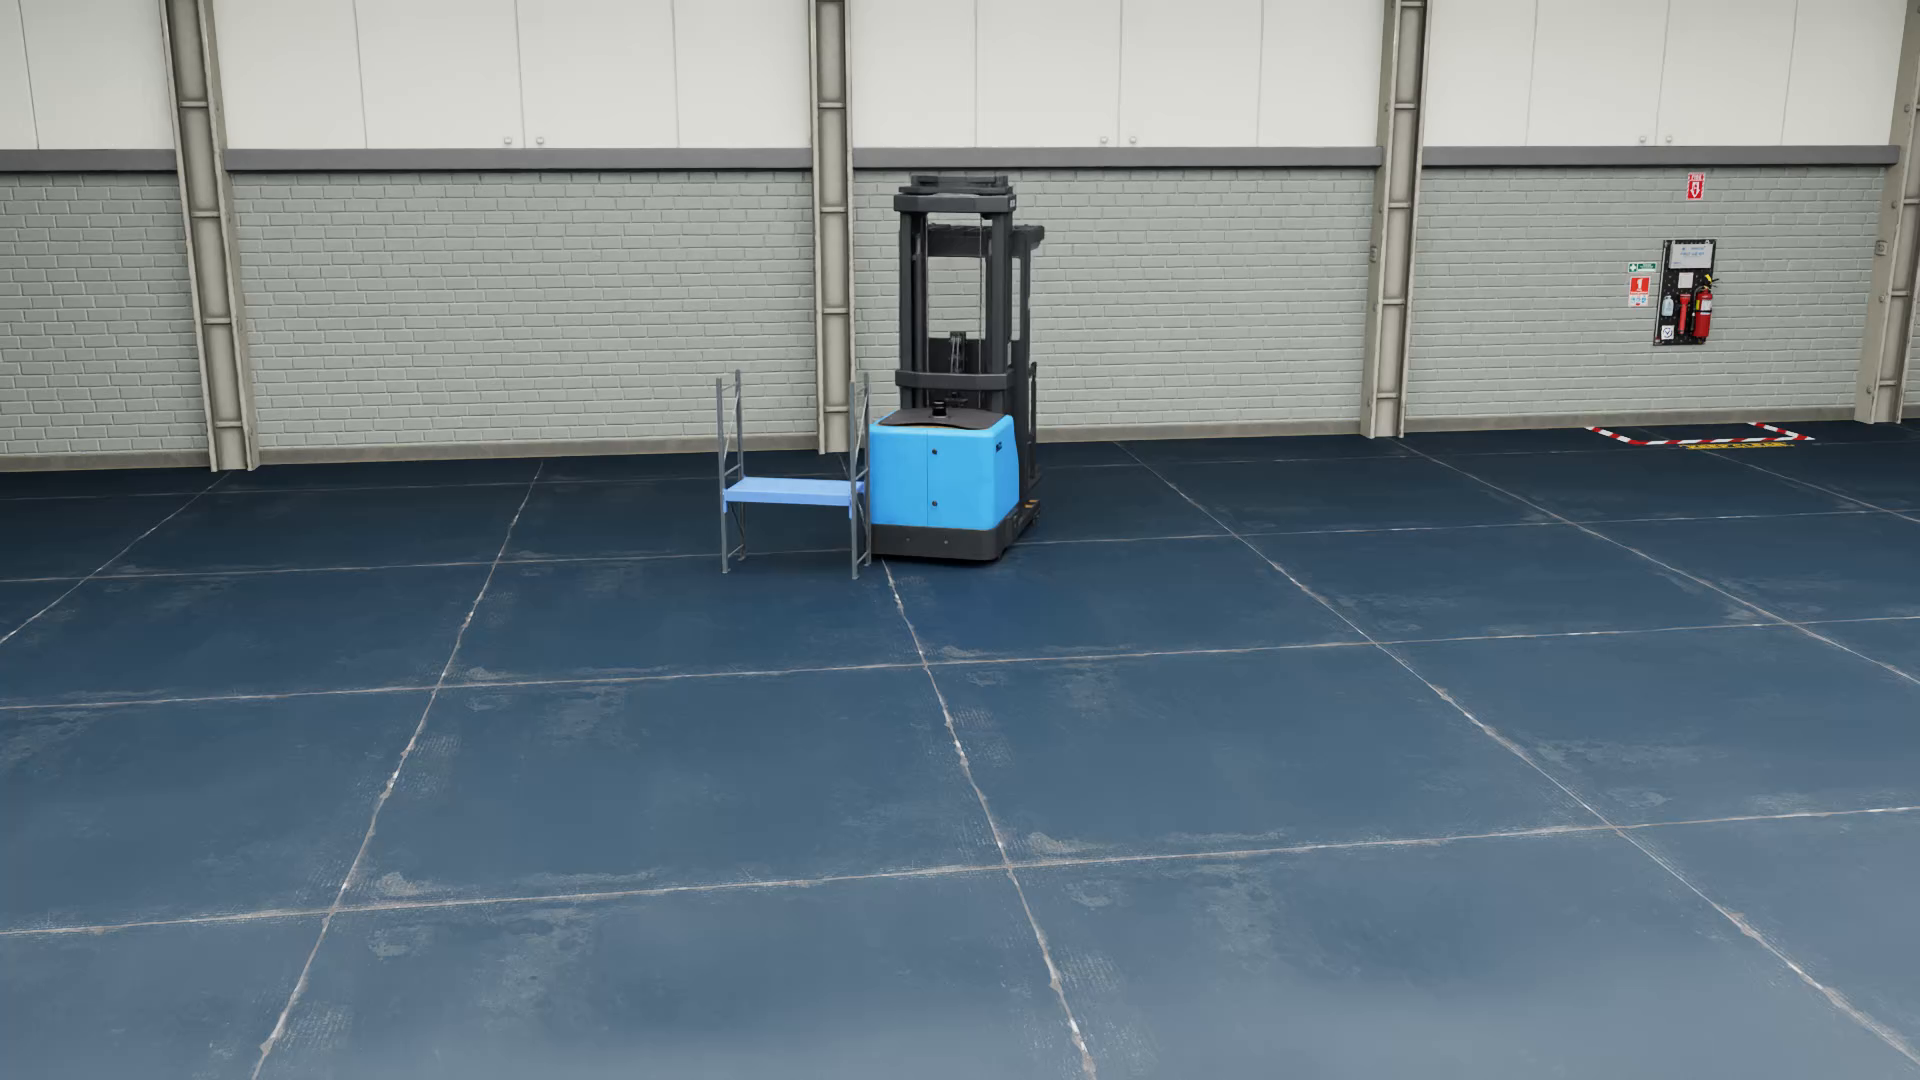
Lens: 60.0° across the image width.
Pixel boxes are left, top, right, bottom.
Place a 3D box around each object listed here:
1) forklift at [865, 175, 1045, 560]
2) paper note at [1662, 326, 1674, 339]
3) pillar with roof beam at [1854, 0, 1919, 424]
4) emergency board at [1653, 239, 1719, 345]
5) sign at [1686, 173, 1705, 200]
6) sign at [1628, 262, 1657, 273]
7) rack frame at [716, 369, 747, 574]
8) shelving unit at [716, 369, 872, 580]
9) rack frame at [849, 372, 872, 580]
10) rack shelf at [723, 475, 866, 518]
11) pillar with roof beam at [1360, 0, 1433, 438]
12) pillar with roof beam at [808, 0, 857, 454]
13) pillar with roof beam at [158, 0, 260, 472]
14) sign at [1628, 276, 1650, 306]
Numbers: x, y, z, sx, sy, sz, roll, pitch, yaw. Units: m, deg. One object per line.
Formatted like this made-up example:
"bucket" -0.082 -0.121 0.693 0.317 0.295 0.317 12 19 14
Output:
"forklift" 0.090 -1.578 13.989 1.130 2.935 3.031 3 14 13
"paper note" 7.942 -2.329 18.655 0.142 0.148 0.016 -2 14 -8
"pillar with roof beam" 11.218 -4.701 13.969 0.400 9.000 9.100 -2 14 -8
"emergency board" 8.127 -2.747 18.507 0.643 1.169 0.194 -2 14 -8
"sign" 8.104 -3.895 18.319 0.199 0.298 0.001 -2 14 -8
"sign" 7.571 -3.024 18.449 0.331 0.109 0.001 -2 14 -8
"rack frame" -1.751 -0.531 12.756 0.032 1.500 0.500 3 14 10
"shelving unit" -1.252 -0.508 12.666 1.048 1.500 0.538 3 14 10
"rack frame" -0.752 -0.486 12.576 0.032 1.500 0.500 3 14 10
"rack shelf" -1.252 -0.334 12.710 1.000 0.185 0.538 3 14 10
"pillar with roof beam" 5.284 -4.484 13.102 0.400 9.000 9.100 -2 14 -8
"pillar with roof beam" -0.649 -4.266 12.235 0.400 9.000 9.100 -2 14 -8
"pillar with roof beam" -6.582 -4.049 11.368 0.400 9.000 9.100 -2 14 -8
"sign" 7.565 -2.769 18.522 0.234 0.329 0.001 -2 14 -8
